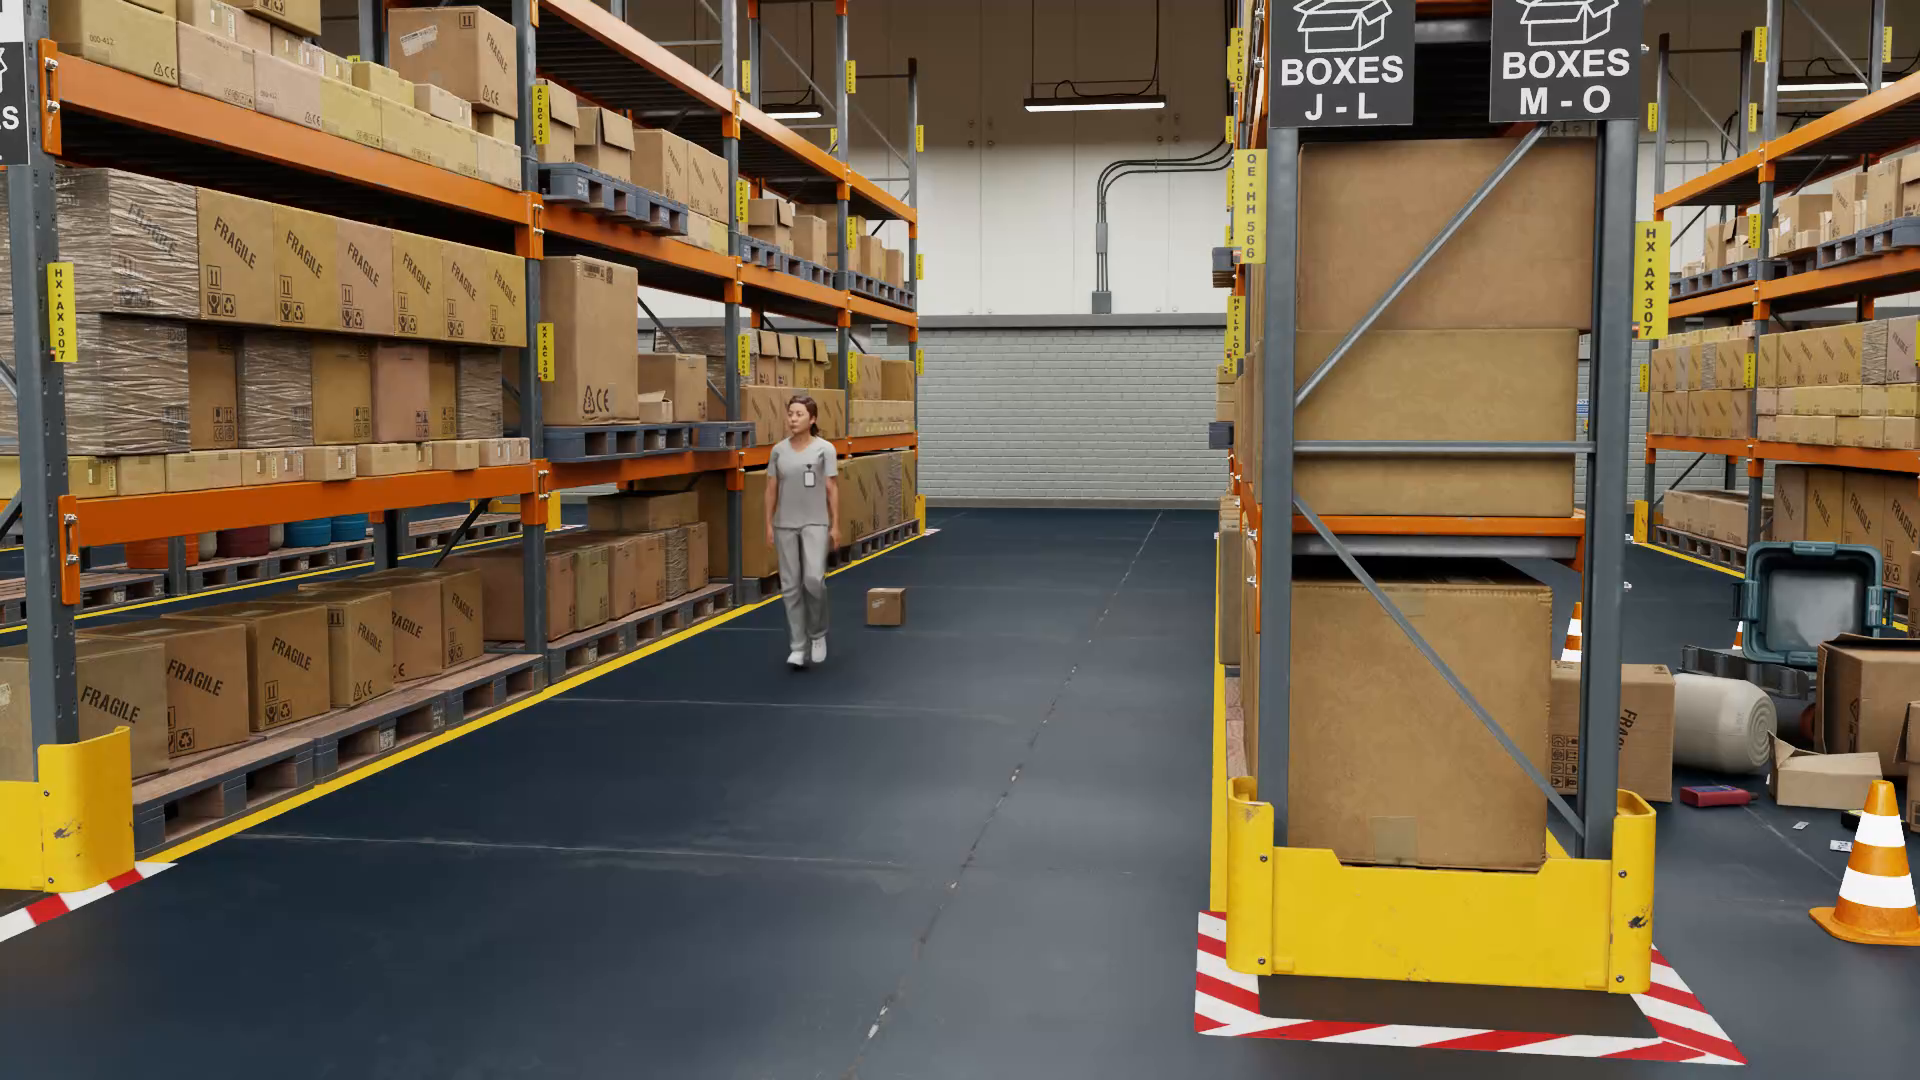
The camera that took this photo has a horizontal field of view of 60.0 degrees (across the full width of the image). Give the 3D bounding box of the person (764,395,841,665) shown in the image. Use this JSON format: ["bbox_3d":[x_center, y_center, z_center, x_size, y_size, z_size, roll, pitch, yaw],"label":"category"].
[{"bbox_3d":[-0.987,-0.057,10.258,0.475,1.665,0.452,1,5,12],"label":"person"}]
